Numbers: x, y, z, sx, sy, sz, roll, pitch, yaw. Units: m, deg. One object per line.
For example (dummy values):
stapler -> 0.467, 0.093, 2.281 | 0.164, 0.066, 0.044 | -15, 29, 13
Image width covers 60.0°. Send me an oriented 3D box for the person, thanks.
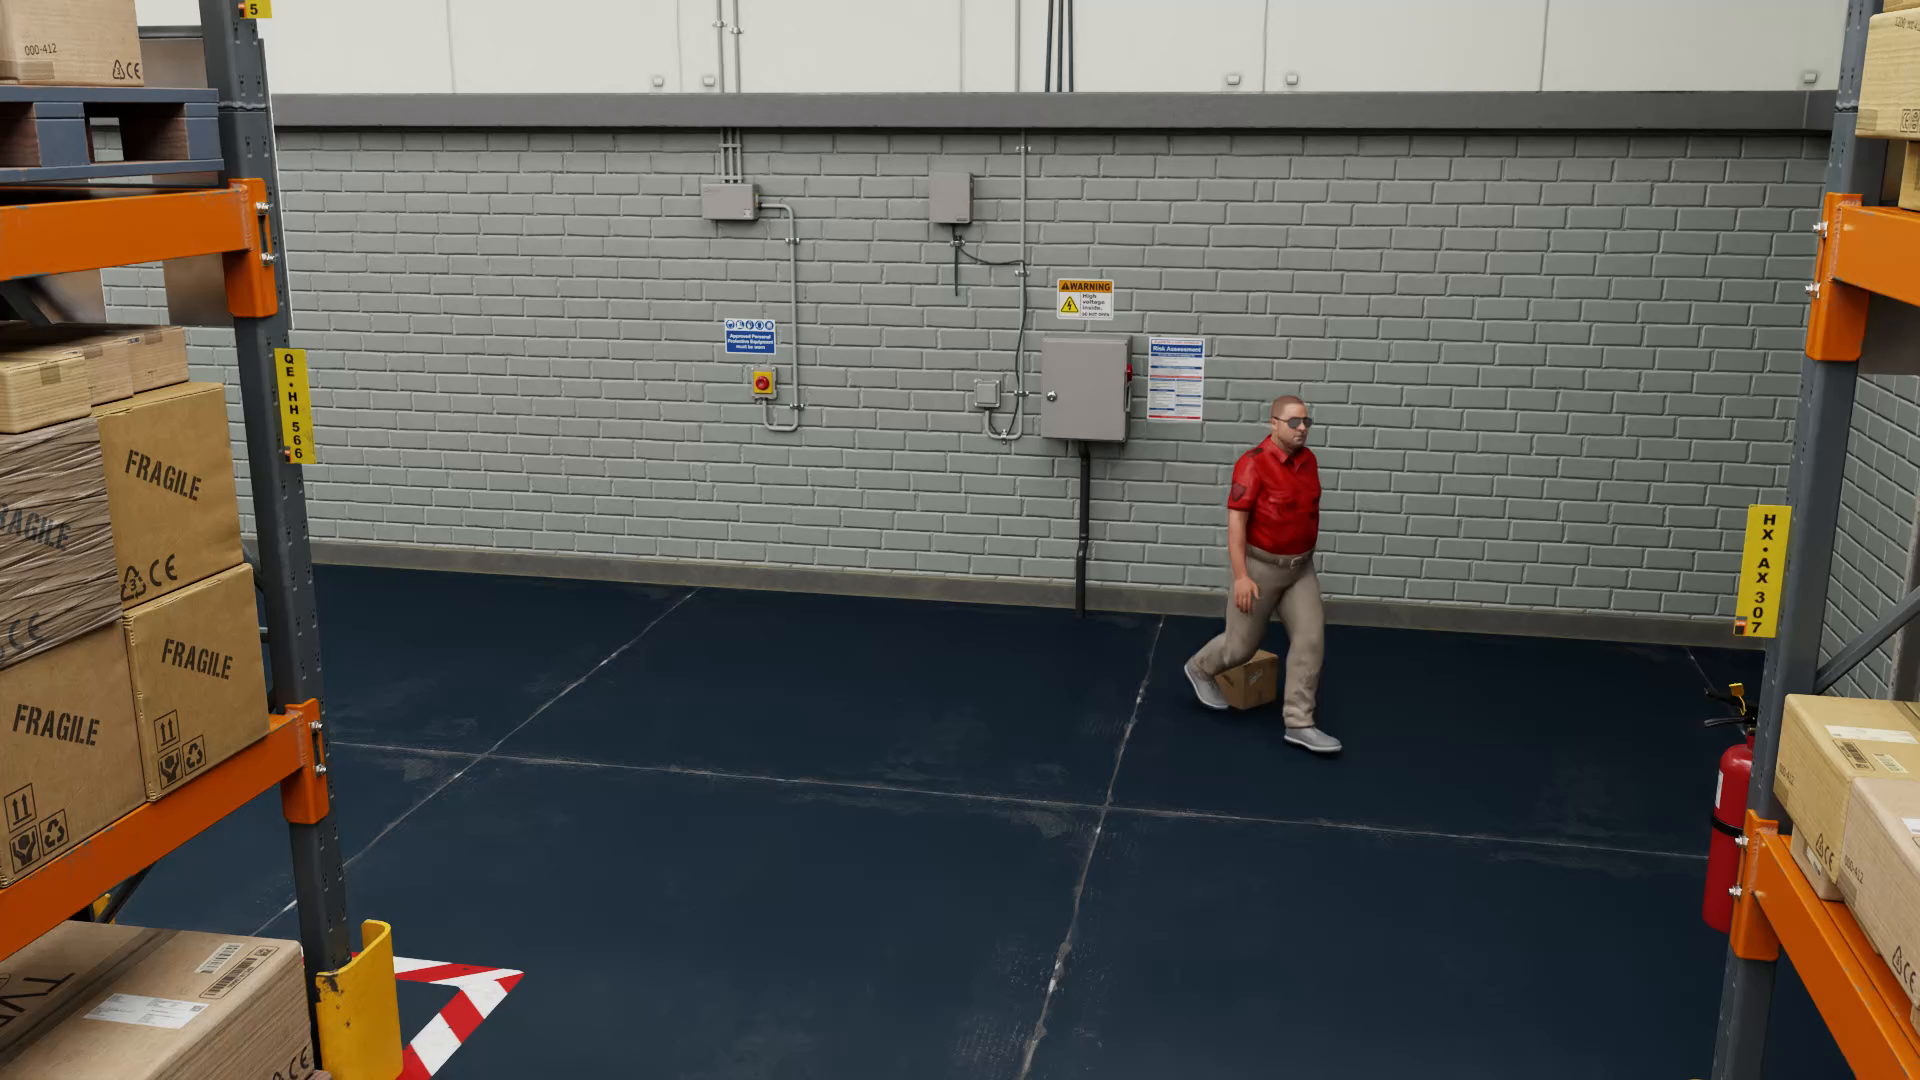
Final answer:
person -> 1.469, 0.129, 8.038 | 0.550, 1.684, 0.963 | -8, 17, -30
